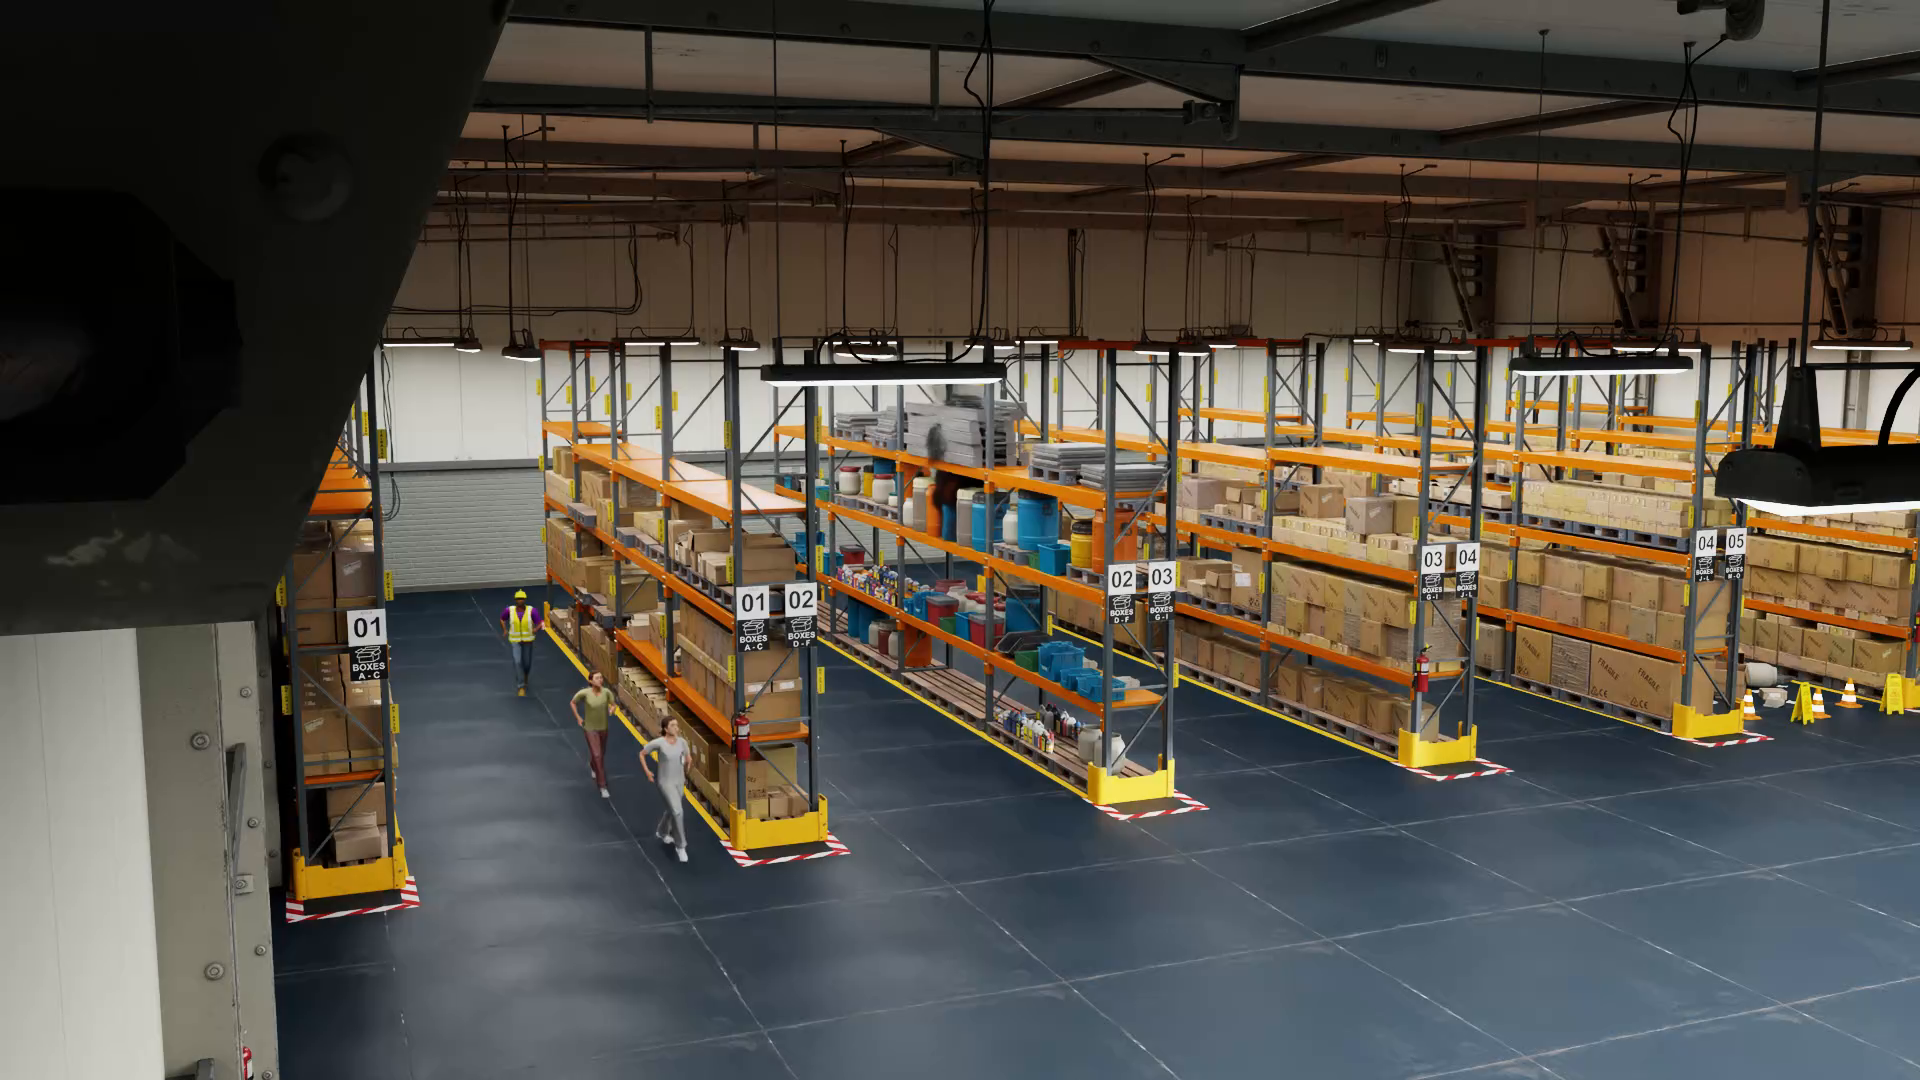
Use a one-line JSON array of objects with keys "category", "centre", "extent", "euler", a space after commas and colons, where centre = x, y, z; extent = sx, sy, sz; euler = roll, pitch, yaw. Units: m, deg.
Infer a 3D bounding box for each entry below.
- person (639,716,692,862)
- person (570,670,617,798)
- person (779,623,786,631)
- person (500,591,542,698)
[{"category": "person", "centre": [-3.464, 2.941, 19.887], "extent": [0.570, 1.702, 0.825], "euler": [-7, 10, -44]}, {"category": "person", "centre": [-4.946, 2.573, 22.563], "extent": [0.592, 1.681, 0.967], "euler": [-5, 9, -34]}, {"category": "person", "centre": [-3.354, 1.368, 32.166], "extent": [0.572, 1.549, 0.707], "euler": [-2, 8, -15]}, {"category": "person", "centre": [-7.526, 1.745, 28.558], "extent": [0.700, 1.774, 0.956], "euler": [-2, 8, -17]}]
